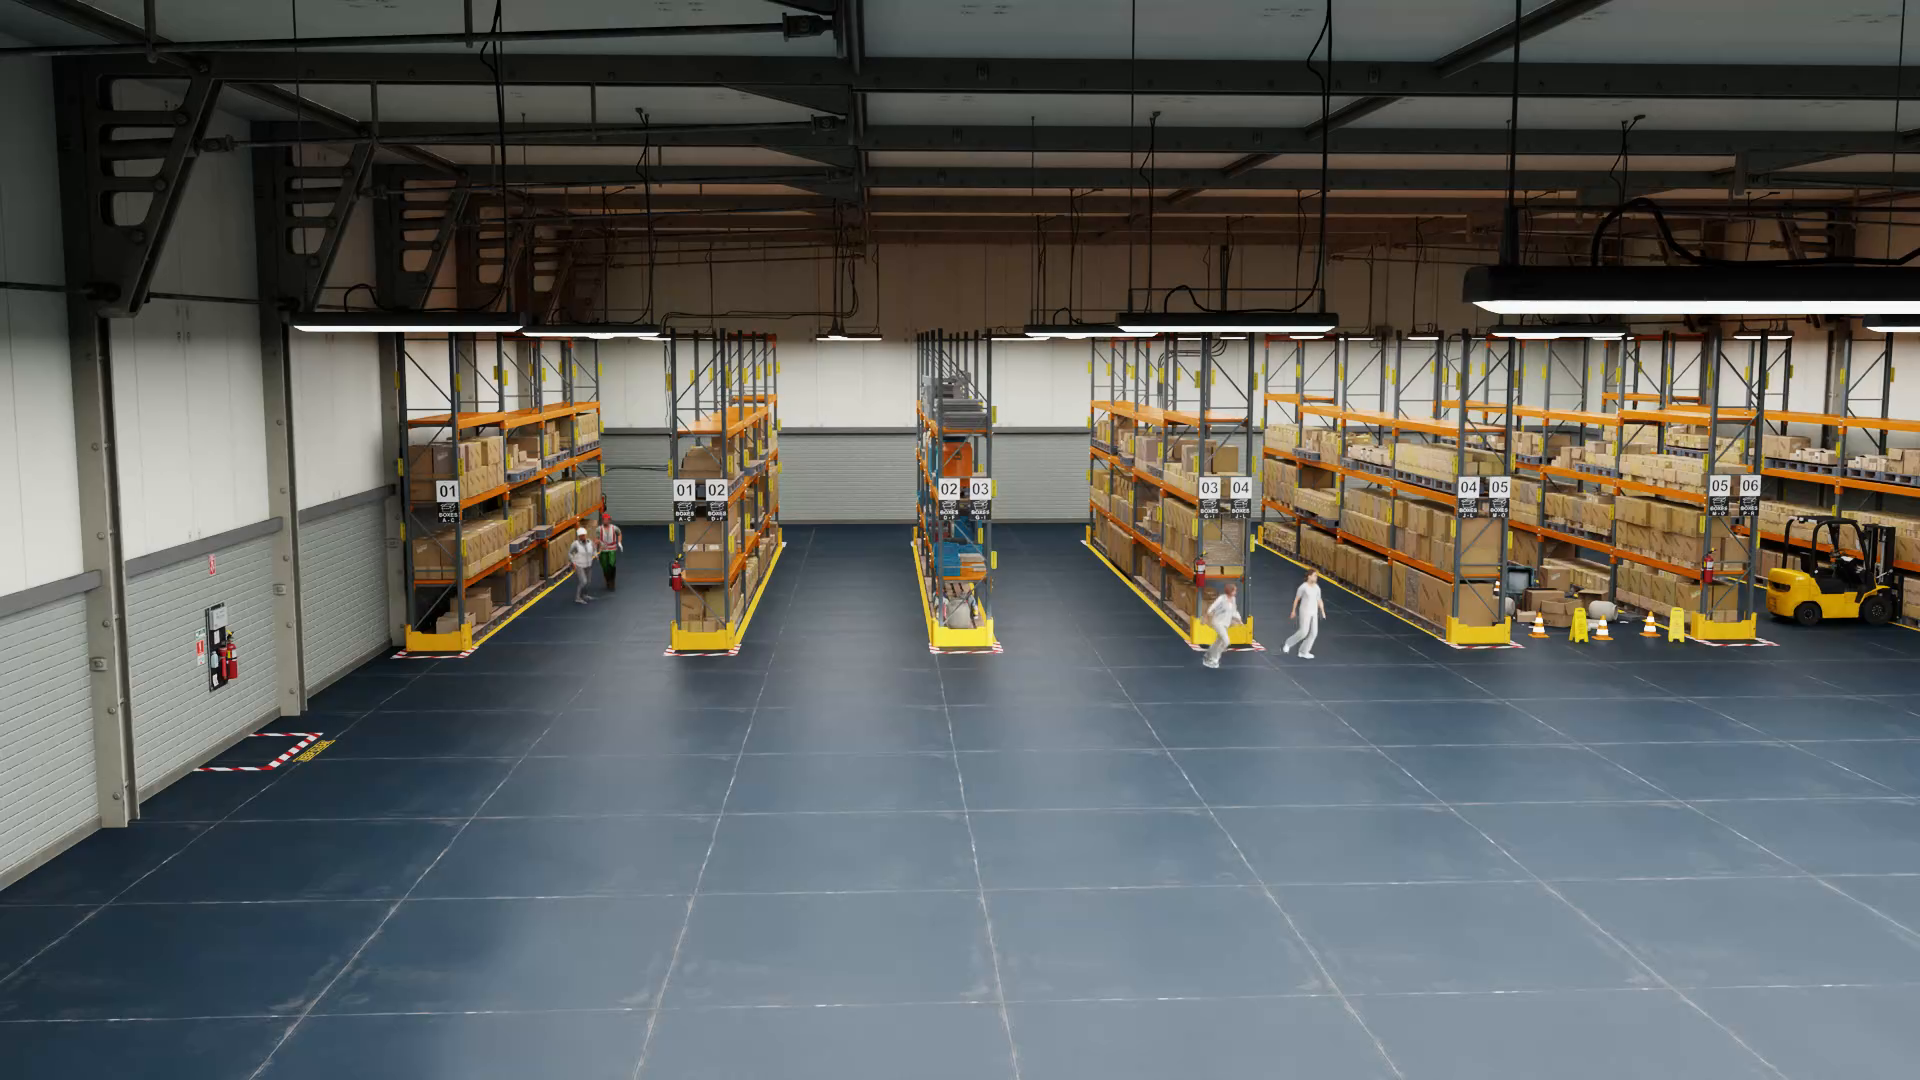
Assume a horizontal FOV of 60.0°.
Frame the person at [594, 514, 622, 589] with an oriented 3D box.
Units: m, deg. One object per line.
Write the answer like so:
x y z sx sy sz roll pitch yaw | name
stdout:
-8.218 0.262 38.841 0.638 1.766 0.778 -1 7 -7 | person

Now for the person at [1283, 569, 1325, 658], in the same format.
6.266 1.336 30.359 0.688 1.636 0.551 -4 8 -28 | person

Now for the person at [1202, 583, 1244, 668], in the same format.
4.639 1.510 29.313 0.488 1.522 0.741 -6 9 -42 | person

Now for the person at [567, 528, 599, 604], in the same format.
-8.306 0.562 36.833 0.811 1.713 0.685 5 8 36 | person
